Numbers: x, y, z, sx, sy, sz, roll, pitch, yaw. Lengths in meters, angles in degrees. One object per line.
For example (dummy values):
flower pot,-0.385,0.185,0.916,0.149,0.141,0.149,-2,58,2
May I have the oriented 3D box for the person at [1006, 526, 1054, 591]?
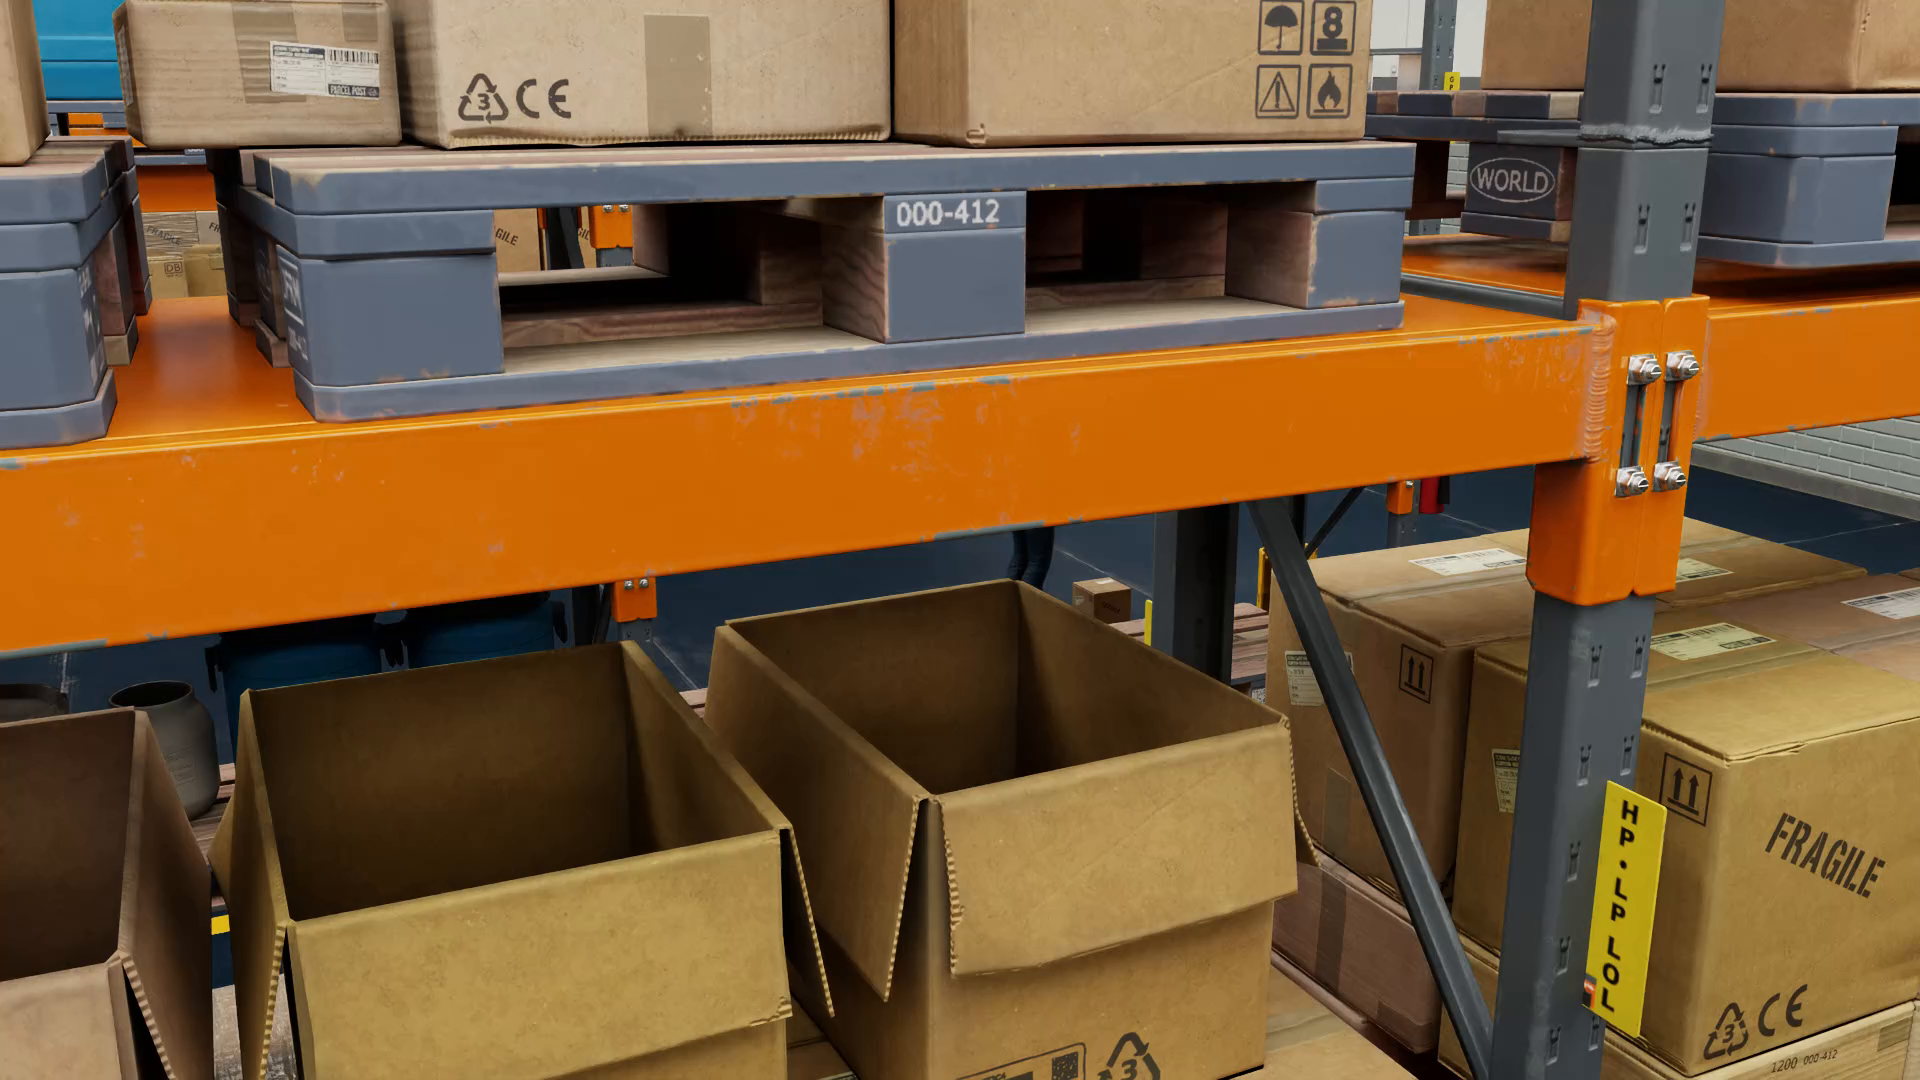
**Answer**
person,0.381,-0.210,9.310,0.305,1.595,0.406,-7,17,-24
